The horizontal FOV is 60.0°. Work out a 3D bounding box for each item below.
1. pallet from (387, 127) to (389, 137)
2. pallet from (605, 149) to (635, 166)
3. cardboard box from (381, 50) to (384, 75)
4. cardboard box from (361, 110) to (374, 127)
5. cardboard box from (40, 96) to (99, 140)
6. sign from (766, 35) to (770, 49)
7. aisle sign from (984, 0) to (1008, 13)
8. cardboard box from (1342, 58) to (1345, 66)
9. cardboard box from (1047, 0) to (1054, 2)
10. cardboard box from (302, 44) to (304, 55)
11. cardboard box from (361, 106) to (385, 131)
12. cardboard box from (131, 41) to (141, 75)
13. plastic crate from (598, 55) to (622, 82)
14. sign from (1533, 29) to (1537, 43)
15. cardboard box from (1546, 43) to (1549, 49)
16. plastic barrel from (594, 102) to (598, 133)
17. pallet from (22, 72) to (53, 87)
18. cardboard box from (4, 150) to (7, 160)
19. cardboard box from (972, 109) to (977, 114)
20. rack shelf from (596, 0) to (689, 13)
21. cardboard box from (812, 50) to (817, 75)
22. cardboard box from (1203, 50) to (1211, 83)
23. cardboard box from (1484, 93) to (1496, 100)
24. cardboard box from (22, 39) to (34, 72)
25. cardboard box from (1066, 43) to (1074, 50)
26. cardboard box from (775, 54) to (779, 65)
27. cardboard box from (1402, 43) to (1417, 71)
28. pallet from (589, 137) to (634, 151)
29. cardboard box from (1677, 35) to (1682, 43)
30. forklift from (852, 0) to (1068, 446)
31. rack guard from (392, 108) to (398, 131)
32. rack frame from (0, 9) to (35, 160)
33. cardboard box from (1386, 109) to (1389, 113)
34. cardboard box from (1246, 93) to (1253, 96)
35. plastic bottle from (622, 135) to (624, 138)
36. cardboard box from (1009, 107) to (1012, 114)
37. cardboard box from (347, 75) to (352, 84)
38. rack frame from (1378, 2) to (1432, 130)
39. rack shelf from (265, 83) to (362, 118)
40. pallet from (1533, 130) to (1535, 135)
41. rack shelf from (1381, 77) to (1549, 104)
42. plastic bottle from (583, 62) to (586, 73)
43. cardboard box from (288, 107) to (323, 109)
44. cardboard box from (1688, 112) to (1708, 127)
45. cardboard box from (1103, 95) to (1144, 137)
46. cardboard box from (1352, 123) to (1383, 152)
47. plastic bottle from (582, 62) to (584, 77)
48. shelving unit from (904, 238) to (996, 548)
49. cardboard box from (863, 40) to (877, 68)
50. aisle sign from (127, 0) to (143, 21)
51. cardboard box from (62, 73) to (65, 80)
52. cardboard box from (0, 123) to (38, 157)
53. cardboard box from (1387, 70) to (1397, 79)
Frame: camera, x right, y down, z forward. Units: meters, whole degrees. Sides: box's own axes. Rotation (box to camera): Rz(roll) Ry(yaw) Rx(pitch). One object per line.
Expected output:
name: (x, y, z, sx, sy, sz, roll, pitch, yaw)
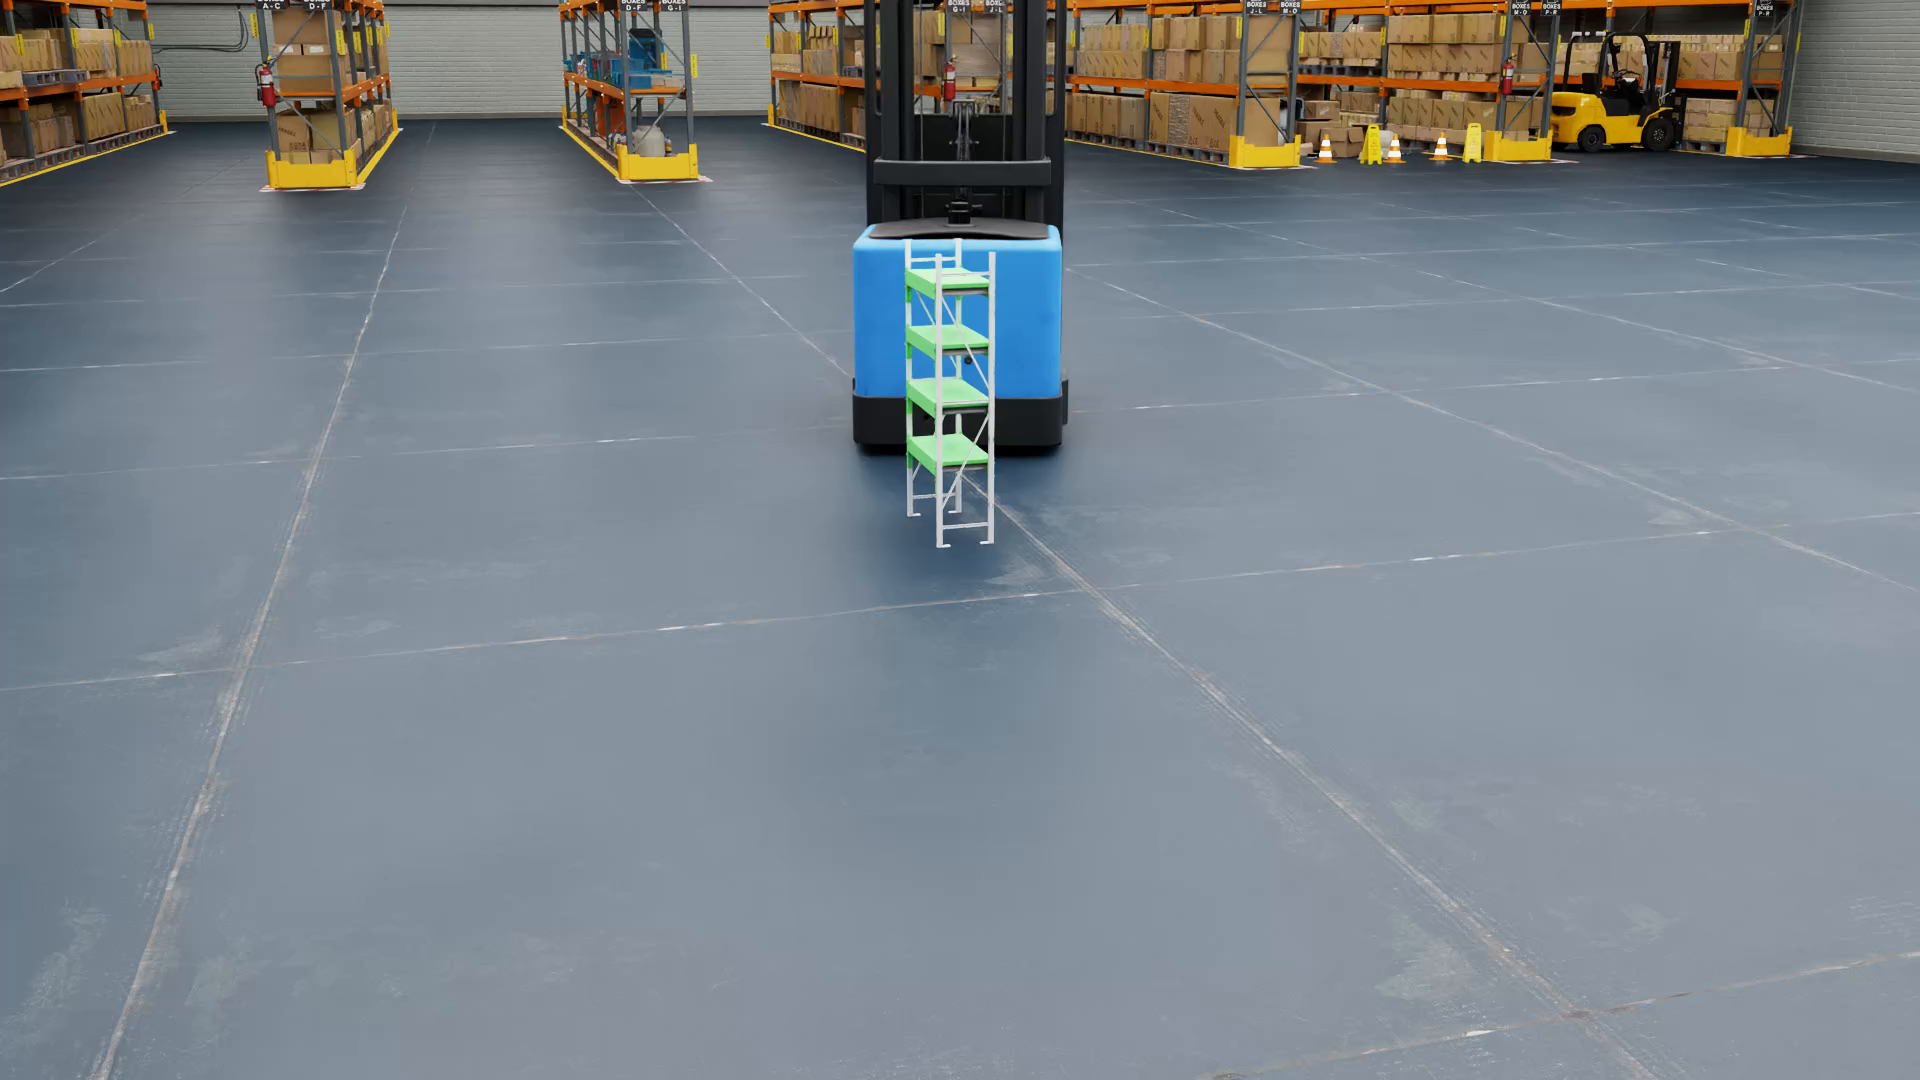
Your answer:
pallet: (-12.757, -8.694, 35.529, 1.003, 0.211, 1.213, -5, 17, -15)
pallet: (-5.463, -6.493, 28.200, 1.003, 0.211, 1.213, -5, 17, -15)
cardboard box: (-12.591, -10.191, 35.492, 0.500, 0.500, 0.500, -4, 17, -14)
cardboard box: (-11.089, -7.761, 30.648, 0.500, 0.311, 0.500, -4, 17, -14)
cardboard box: (-16.308, -7.726, 30.465, 0.750, 0.750, 0.750, -5, 17, -16)
sign: (-4.678, -12.139, 40.506, 0.100, 0.325, 0.005, -5, 17, -15)
aisle sign: (0.560, -8.554, 25.697, 0.394, 0.787, 0.004, -5, 17, -15)
cardboard box: (8.037, -9.758, 33.930, 0.380, 0.149, 0.250, -5, 18, -17)
cardboard box: (2.168, -11.778, 35.559, 0.500, 0.500, 0.500, -5, 17, -15)
cardboard box: (-9.633, -7.042, 23.879, 0.380, 0.149, 0.250, -4, 17, -14)
cardboard box: (-12.030, -8.602, 33.955, 0.500, 0.500, 0.500, -5, 17, -15)
cardboard box: (-17.869, -10.145, 34.989, 0.980, 0.700, 0.700, -6, 18, -18)
plastic crate: (-6.034, -8.158, 28.785, 0.402, 0.464, 0.583, -5, 17, -15)
sign: (12.889, -11.292, 37.316, 0.100, 0.325, 0.005, -5, 17, -15)
cardboard box: (12.621, -10.440, 35.191, 0.380, 0.149, 0.250, -5, 17, -17)
plastic barrel: (-7.168, -8.616, 33.884, 0.600, 0.588, 0.708, -5, 17, -15)
pallet: (-15.203, -7.365, 26.591, 1.003, 0.211, 1.213, -5, 17, -15)
cardboard box: (-14.957, -5.942, 25.680, 0.380, 0.166, 0.250, -7, 18, -22)
cardboard box: (0.490, -10.758, 41.778, 0.380, 0.149, 0.250, -4, 17, -14)
rack shelf: (-5.058, -8.556, 26.259, 1.077, 0.370, 4.000, -5, 17, -15)
cardboard box: (-2.881, -10.245, 35.671, 0.500, 0.500, 0.500, -5, 17, -17)
cardboard box: (4.700, -8.153, 28.619, 0.875, 0.550, 0.550, -5, 17, -15)
cardboard box: (11.977, -10.124, 37.928, 0.380, 0.149, 0.250, -6, 18, -18)
cardboard box: (-15.386, -7.791, 26.737, 0.700, 0.500, 0.500, -3, 17, -10)
cardboard box: (2.277, -10.345, 34.849, 0.380, 0.149, 0.250, -5, 18, -17)
cardboard box: (-4.121, -11.501, 39.771, 0.500, 0.250, 0.500, -5, 17, -16)
cardboard box: (8.697, -9.102, 31.348, 0.500, 0.500, 0.500, -5, 17, -15)
pallet: (-6.531, -7.571, 31.789, 1.003, 0.211, 1.213, -5, 17, -15)
cardboard box: (13.826, -9.487, 31.502, 0.380, 0.149, 0.250, -4, 17, -14)
forklift: (0.038, -2.242, 9.321, 1.130, 2.935, 3.031, 1, 17, 2)
rack guard: (-13.648, -9.728, 38.468, 1.175, 0.500, 0.348, -5, 17, -15)
rack frame: (-15.133, -7.234, 25.821, 1.000, 3.000, 0.127, -5, 17, -15)
cardboard box: (10.821, -10.765, 41.802, 0.380, 0.149, 0.250, -5, 18, -17)
cardboard box: (6.988, -10.174, 38.573, 0.875, 0.875, 0.875, -4, 17, -14)
plastic bottle: (-5.628, -6.635, 27.803, 0.097, 0.271, 0.097, 0, 17, 0)
cardboard box: (1.361, -10.026, 38.825, 0.380, 0.149, 0.250, -4, 17, -14)
cardboard box: (-10.418, -7.768, 28.034, 0.380, 0.149, 0.250, -5, 17, -15)
rack frame: (8.684, -9.192, 32.340, 1.000, 3.000, 0.127, -5, 17, -15)
rack shelf: (-9.821, -6.729, 25.390, 1.077, 0.370, 4.000, -5, 17, -15)
pallet: (12.545, -9.126, 36.966, 1.003, 0.211, 1.213, -5, 17, -15)
rack shelf: (9.233, -8.295, 30.602, 1.077, 0.370, 4.000, -5, 17, -15)
plastic bottle: (-7.542, -9.462, 33.441, 0.061, 0.283, 0.133, -5, 17, -15)
cardboard box: (-10.544, -6.717, 26.846, 0.500, 0.500, 0.500, -5, 17, -15)
cardboard box: (13.993, -7.853, 31.061, 0.500, 0.250, 0.500, -5, 17, -16)
cardboard box: (3.433, -8.329, 32.645, 1.050, 0.750, 0.750, -5, 17, -15)
cardboard box: (7.670, -7.592, 31.355, 0.500, 0.500, 0.500, 7, 18, 23)
plastic bottle: (-7.629, -9.550, 33.734, 0.061, 0.283, 0.133, -5, 17, -15)
shelving unit: (-0.045, -0.620, 6.932, 0.258, 1.200, 0.503, -5, 17, -15)
cardboard box: (-1.410, -9.132, 31.229, 0.797, 0.503, 0.637, -3, 17, -10)
aisle sign: (-18.162, -11.842, 36.642, 0.394, 0.787, 0.004, -5, 17, -15)
cardboard box: (-16.100, -8.339, 29.902, 0.380, 0.149, 0.250, -5, 17, -16)
cardboard box: (-15.351, -6.450, 26.791, 0.700, 0.500, 0.500, -4, 17, -13)
cardboard box: (8.462, -8.960, 32.002, 0.380, 0.149, 0.250, -5, 17, -16)
